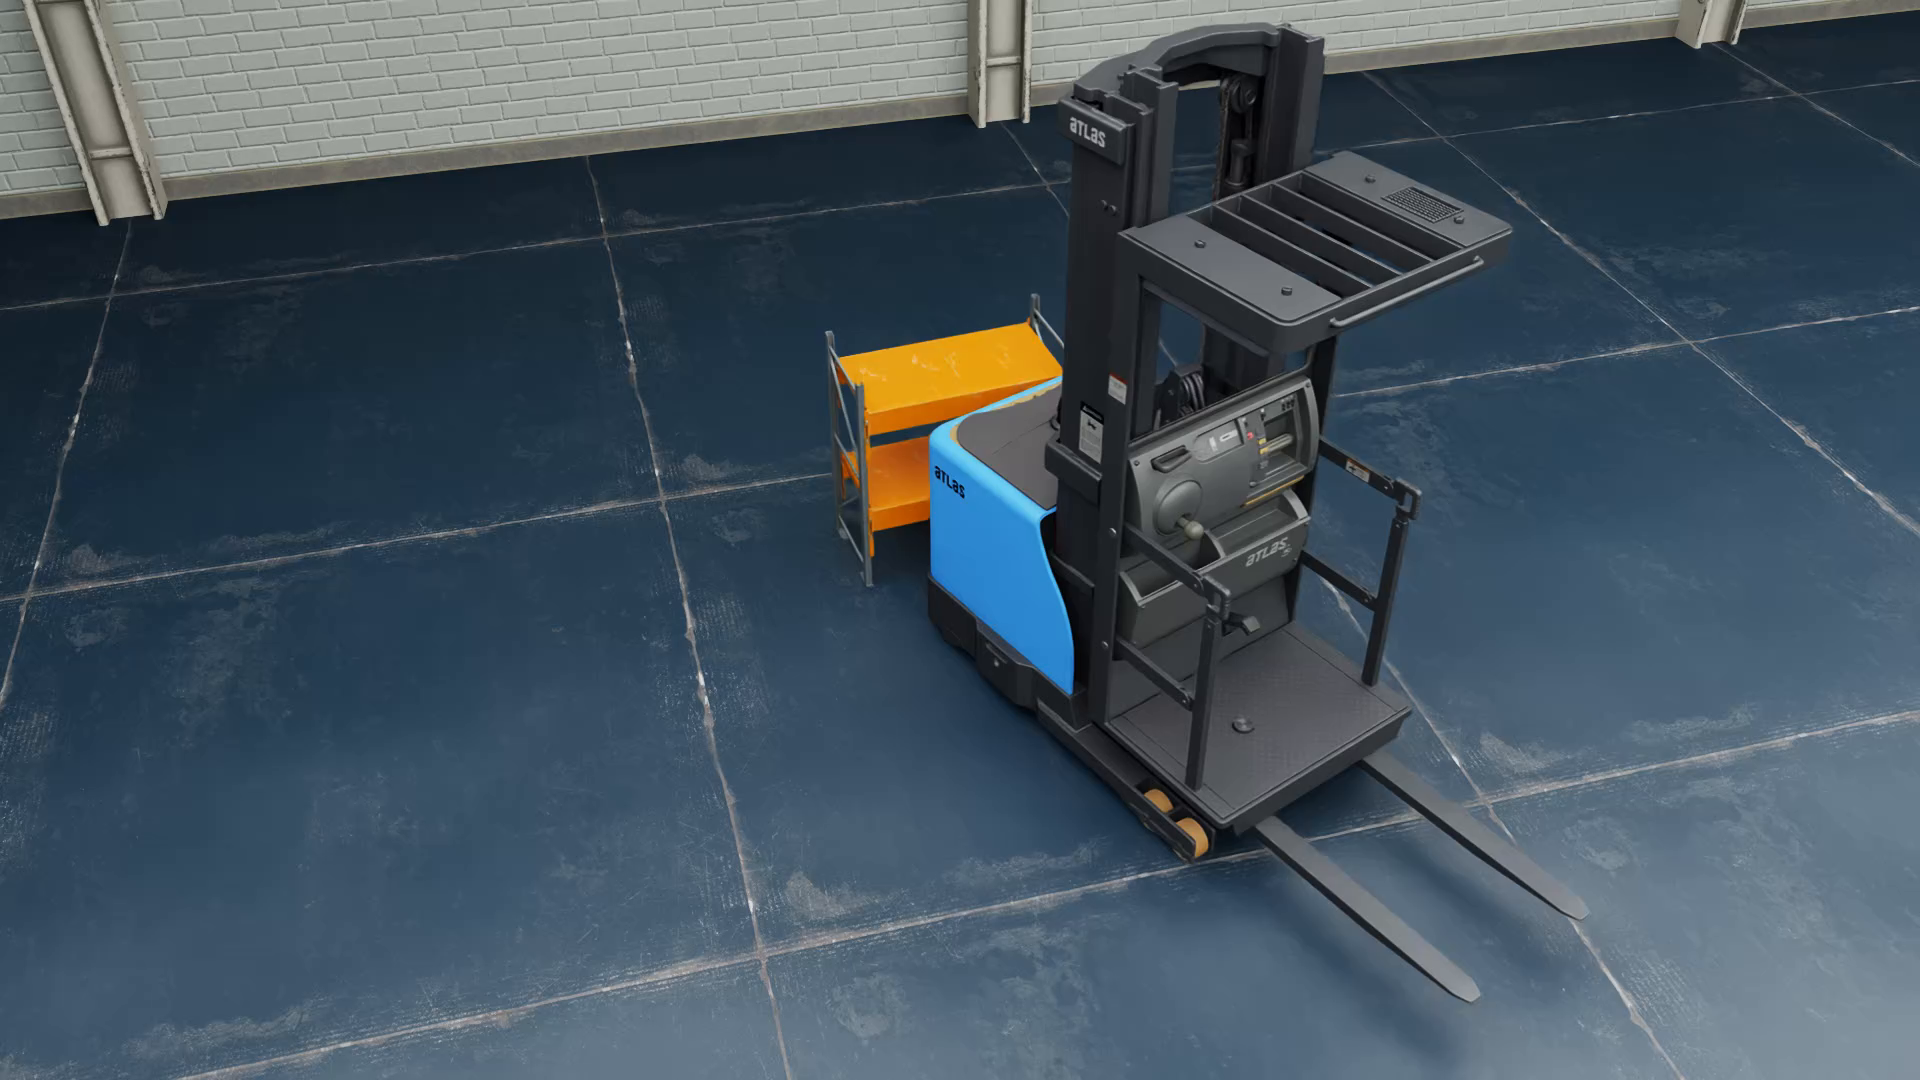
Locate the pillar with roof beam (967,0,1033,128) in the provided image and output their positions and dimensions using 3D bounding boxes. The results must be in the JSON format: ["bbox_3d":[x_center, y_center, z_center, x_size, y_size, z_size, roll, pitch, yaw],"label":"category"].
[{"bbox_3d":[1.408,-4.186,6.295,0.400,9.000,9.100,-9,38,-12],"label":"pillar with roof beam"}]

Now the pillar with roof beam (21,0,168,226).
[{"bbox_3d":[-4.385,-3.236,5.053,0.400,9.000,9.100,-9,38,-12],"label":"pillar with roof beam"}]

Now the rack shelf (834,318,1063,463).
[{"bbox_3d":[-0.041,-0.708,7.747,1.000,0.278,0.538,-13,39,-16],"label":"rack shelf"}]

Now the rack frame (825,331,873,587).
[{"bbox_3d":[-0.519,-0.369,7.786,0.032,1.125,0.500,-13,39,-16],"label":"rack frame"}]

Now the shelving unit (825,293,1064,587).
[{"bbox_3d":[-0.041,-0.475,7.925,1.048,1.125,0.538,-13,39,-16],"label":"shelving unit"}]

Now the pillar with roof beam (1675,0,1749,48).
[{"bbox_3d":[7.200,-5.136,7.538,0.400,9.000,9.100,-9,38,-12],"label":"pillar with roof beam"}]

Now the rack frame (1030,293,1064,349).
[{"bbox_3d":[0.436,-0.582,8.064,0.032,1.125,0.500,-13,39,-16],"label":"rack frame"}]

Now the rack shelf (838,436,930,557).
[{"bbox_3d":[-0.041,-0.281,8.074,1.000,0.278,0.538,-13,39,-16],"label":"rack shelf"}]

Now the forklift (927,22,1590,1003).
[{"bbox_3d":[1.134,-0.240,6.131,1.130,2.935,3.031,-24,44,-28],"label":"forklift"}]
